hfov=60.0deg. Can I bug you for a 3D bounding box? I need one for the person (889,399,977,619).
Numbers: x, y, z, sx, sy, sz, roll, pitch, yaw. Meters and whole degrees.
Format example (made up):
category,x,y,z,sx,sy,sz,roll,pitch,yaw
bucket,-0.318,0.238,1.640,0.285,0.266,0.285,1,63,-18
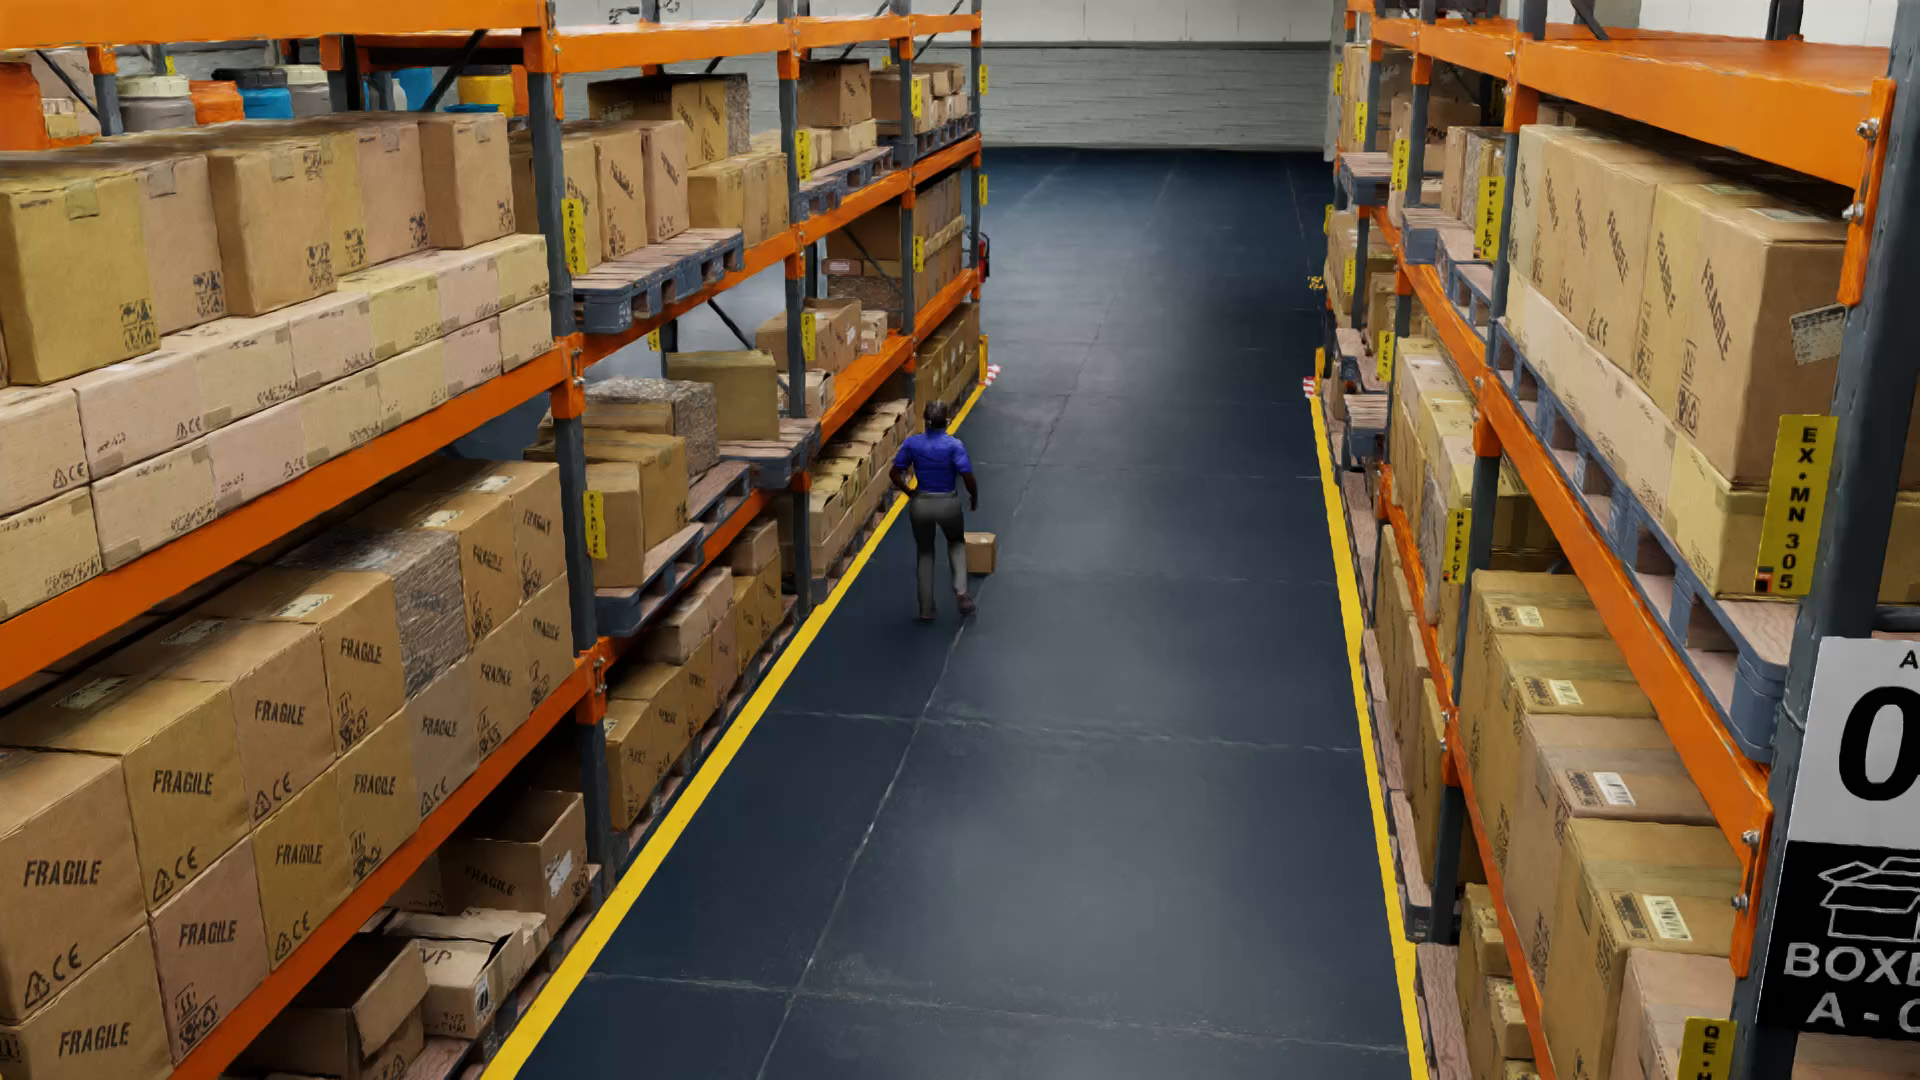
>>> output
category,x,y,z,sx,sy,sz,roll,pitch,yaw
person,-0.183,-0.224,11.822,0.624,1.626,0.474,1,18,3
